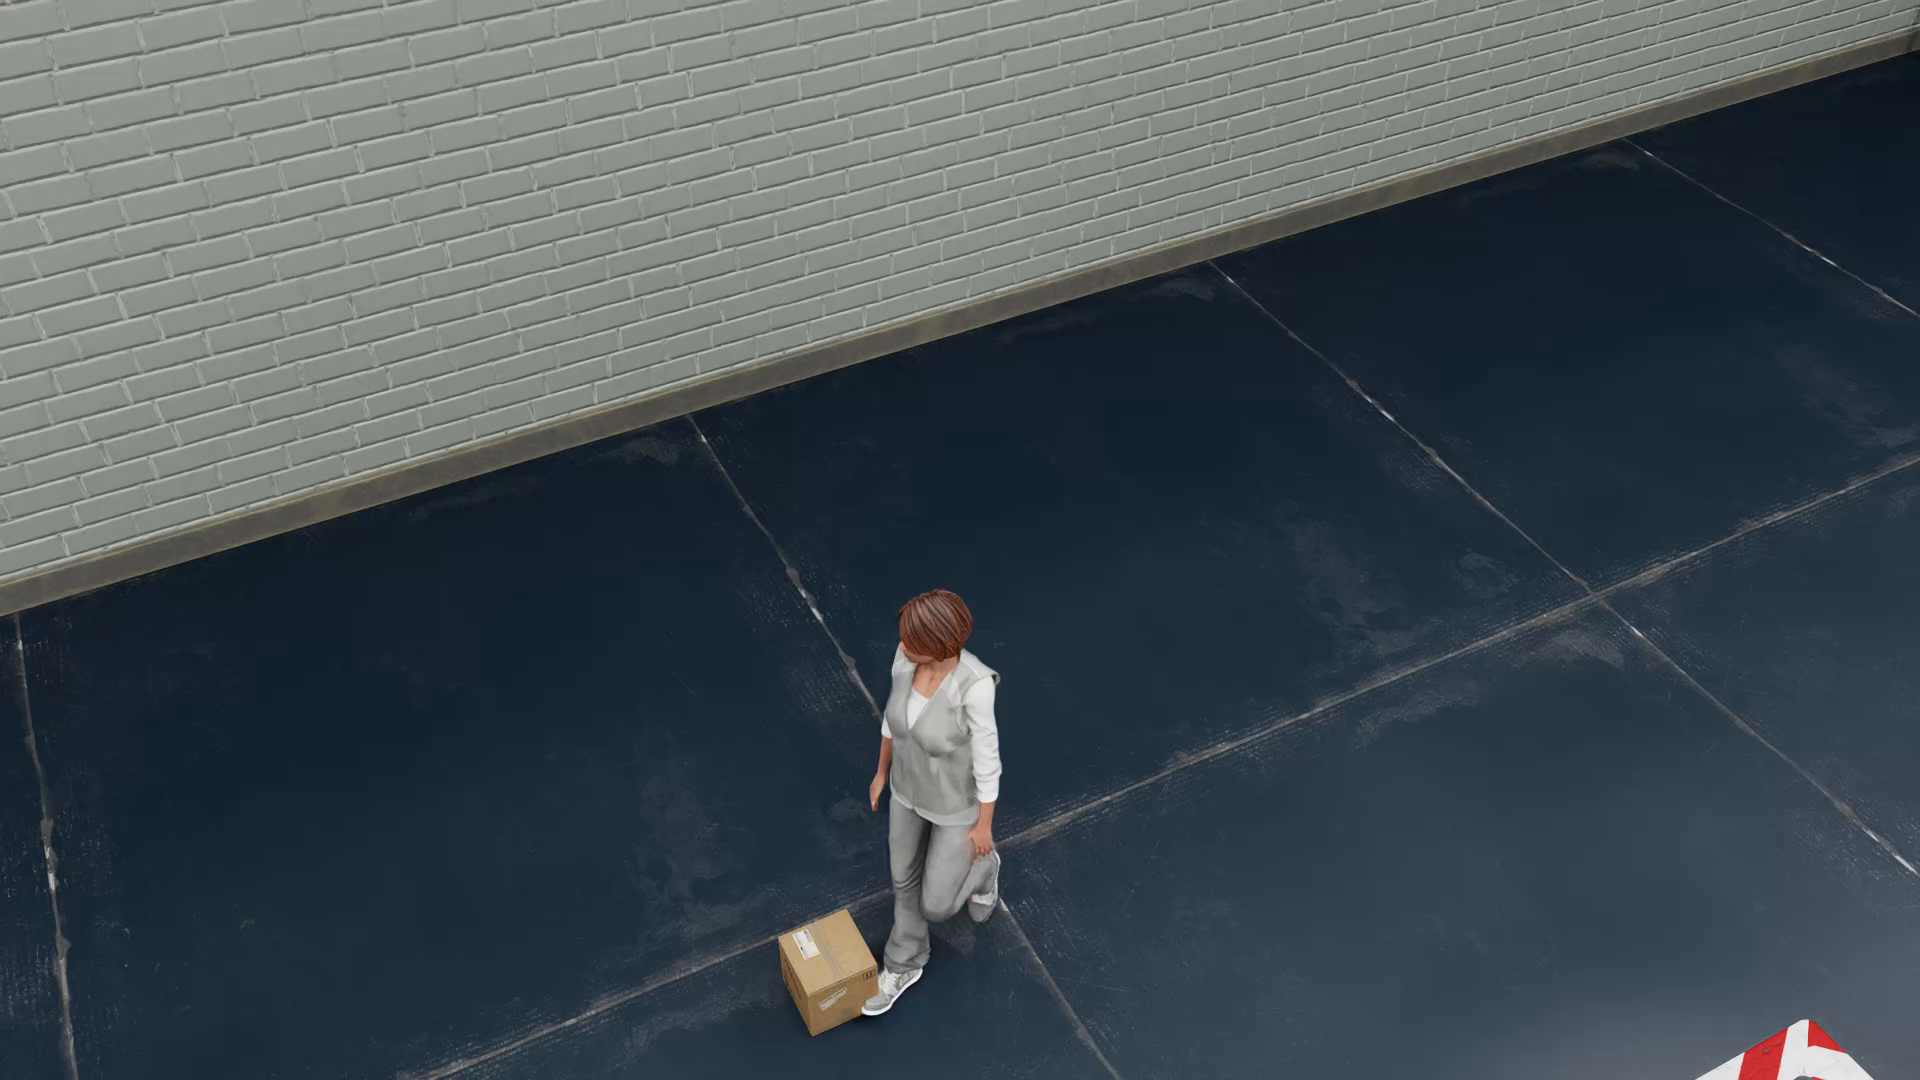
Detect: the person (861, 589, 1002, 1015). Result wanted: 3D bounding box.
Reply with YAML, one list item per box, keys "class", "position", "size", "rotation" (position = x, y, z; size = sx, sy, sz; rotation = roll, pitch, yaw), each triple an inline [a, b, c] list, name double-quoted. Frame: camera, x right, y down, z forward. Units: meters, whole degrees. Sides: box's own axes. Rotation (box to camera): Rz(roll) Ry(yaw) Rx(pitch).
- class: "person"
  position: [-0.120, 0.841, 5.219]
  size: [0.485, 1.578, 0.642]
  rotation: [32, 51, 30]
